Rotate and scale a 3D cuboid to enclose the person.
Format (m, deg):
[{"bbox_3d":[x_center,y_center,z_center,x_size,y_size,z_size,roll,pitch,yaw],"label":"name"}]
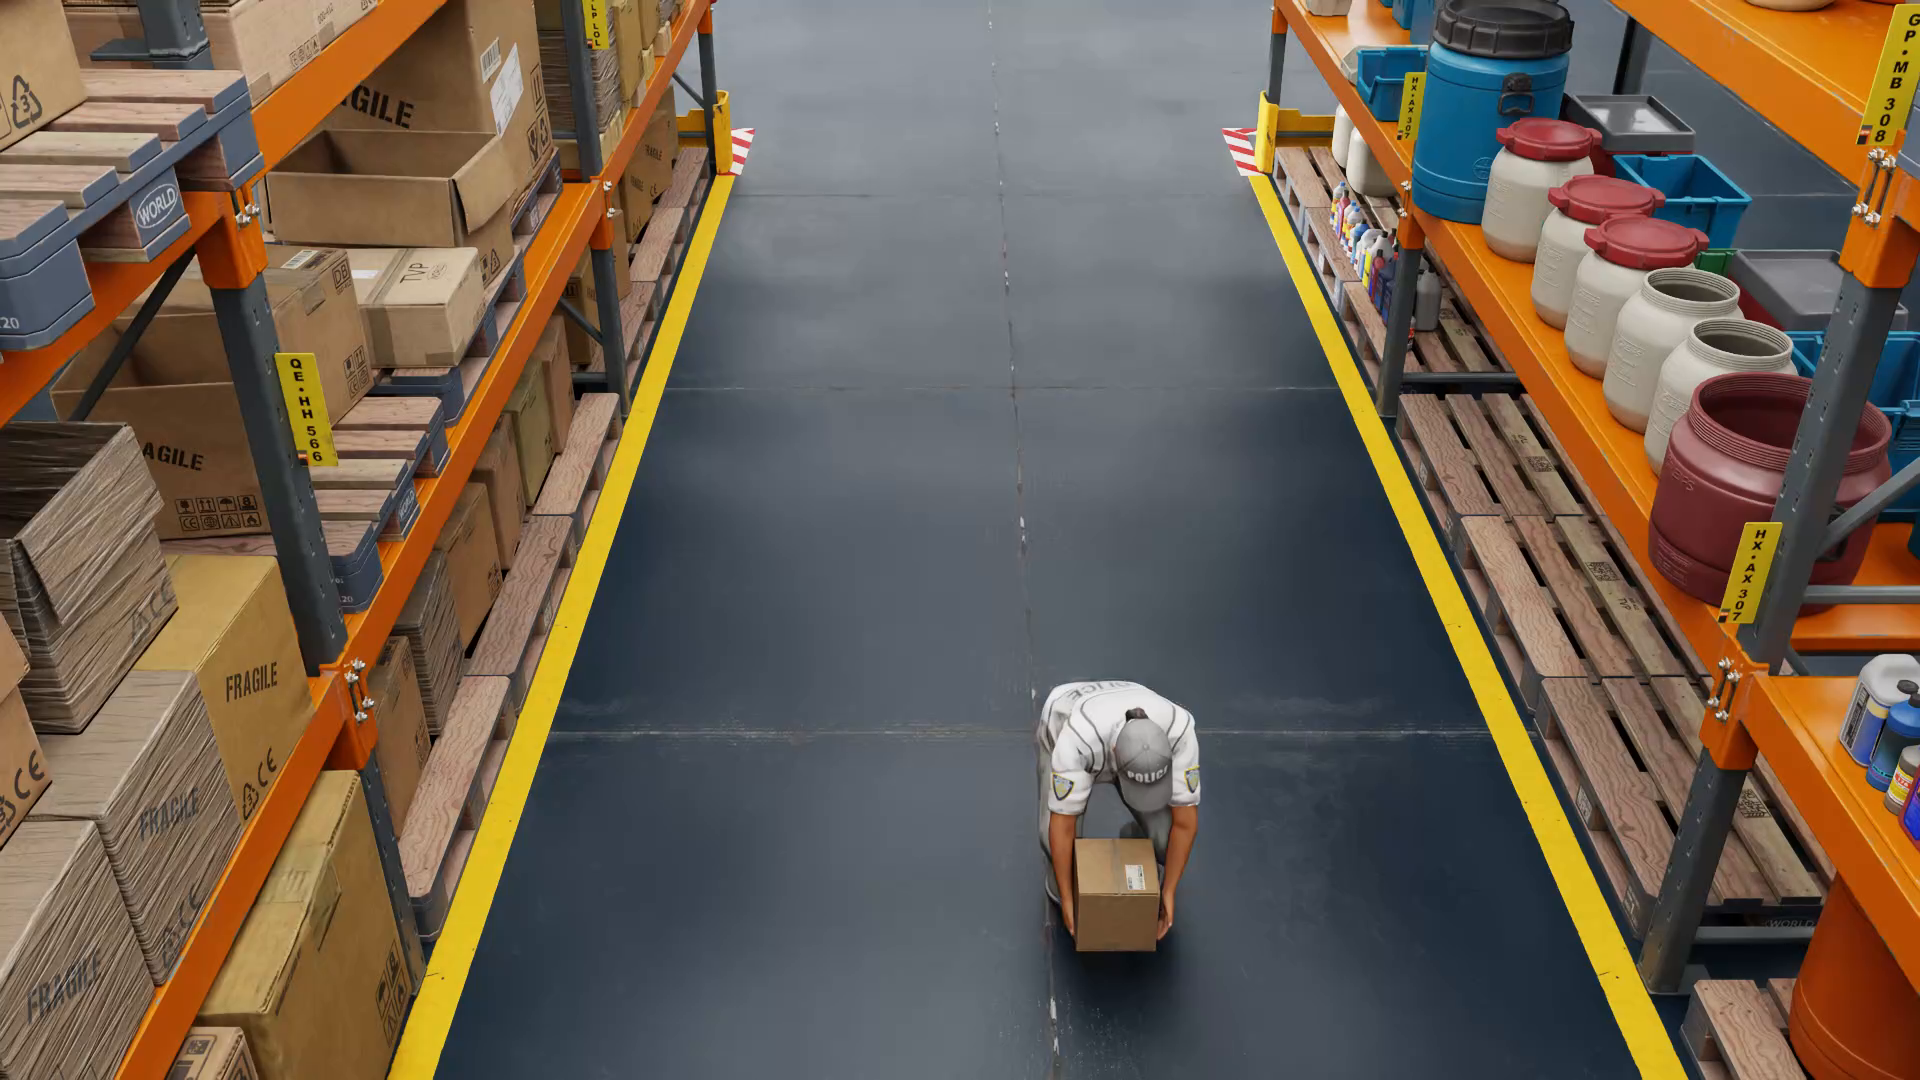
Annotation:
[{"bbox_3d":[0.511,0.812,5.509,0.516,0.949,0.855,0,32,0],"label":"person"}]
